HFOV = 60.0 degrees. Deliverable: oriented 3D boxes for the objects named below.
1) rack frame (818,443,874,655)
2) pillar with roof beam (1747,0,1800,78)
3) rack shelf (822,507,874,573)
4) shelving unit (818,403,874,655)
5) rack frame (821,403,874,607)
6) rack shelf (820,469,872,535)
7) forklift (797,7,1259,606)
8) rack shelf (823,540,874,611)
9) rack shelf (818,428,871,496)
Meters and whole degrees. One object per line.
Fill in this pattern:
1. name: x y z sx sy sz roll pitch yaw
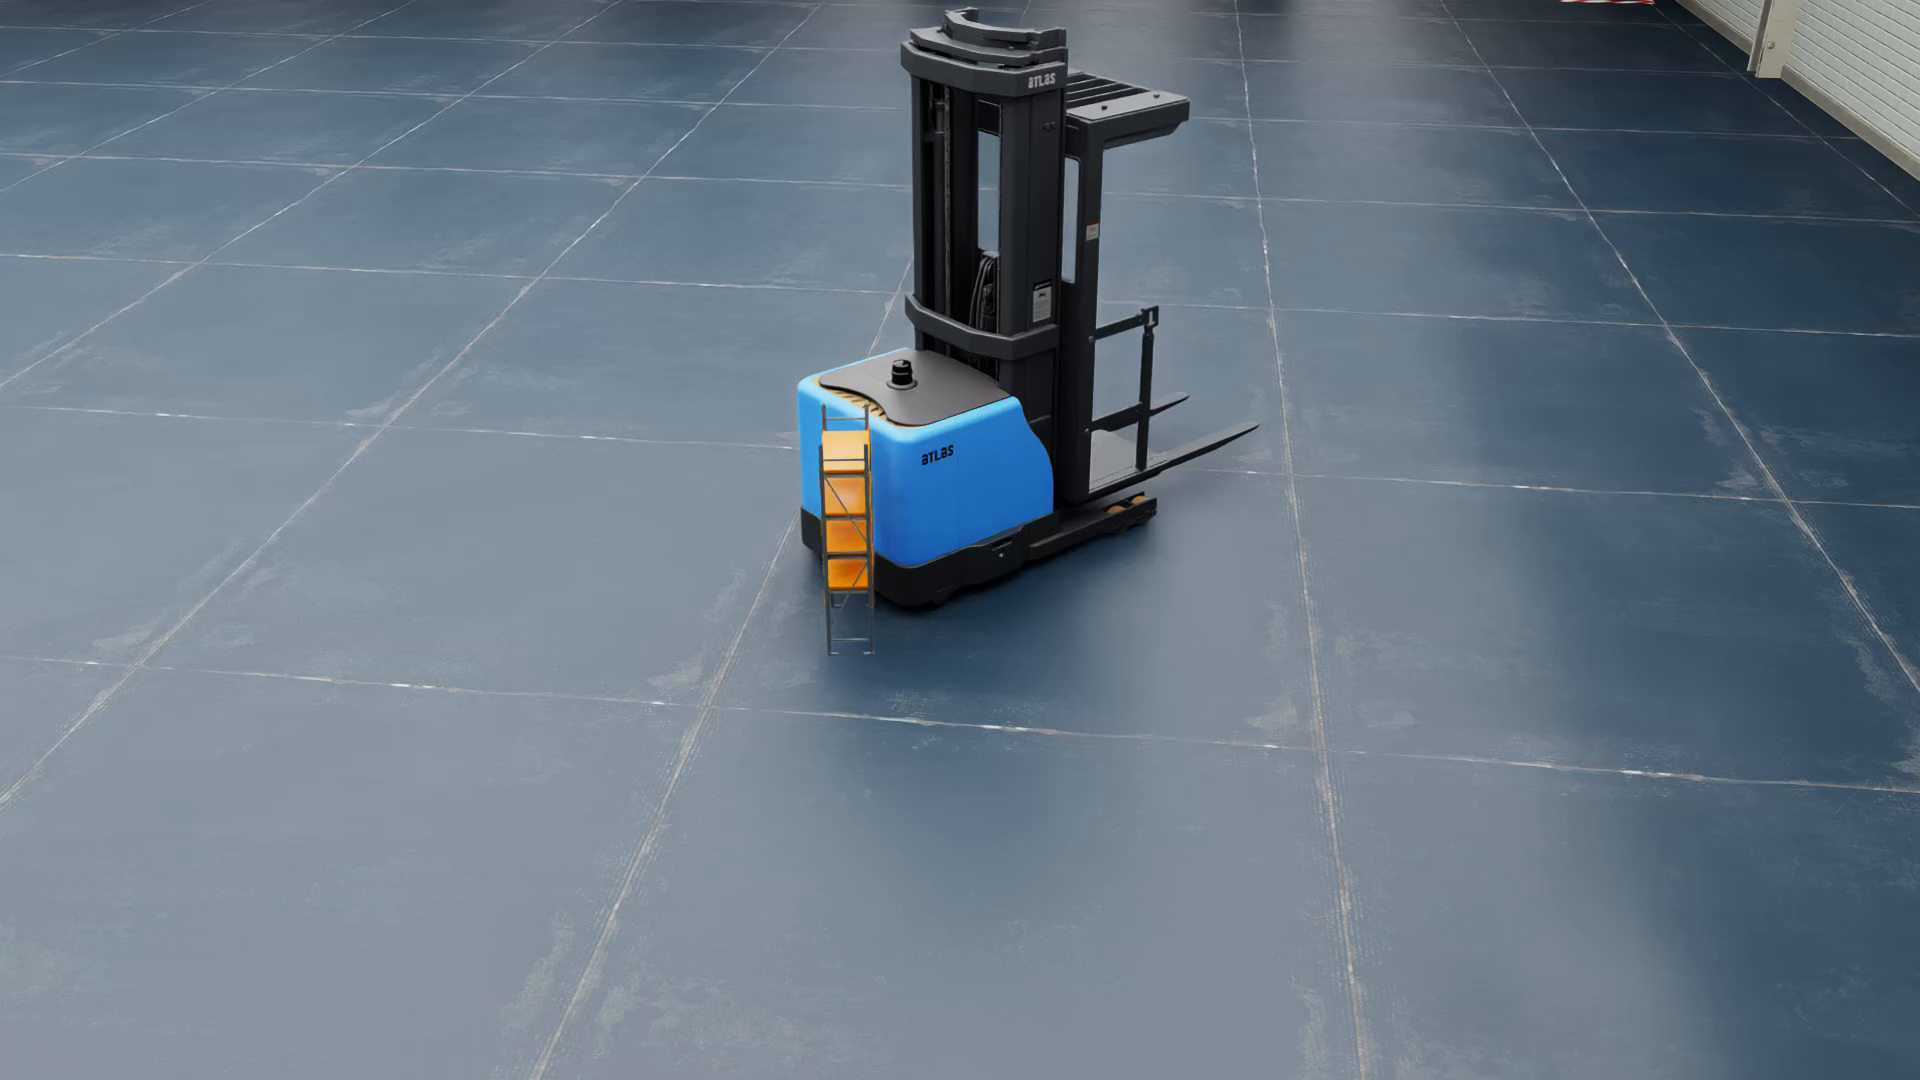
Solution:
1. rack frame: -0.568 0.064 8.366 0.240 1.200 0.015 -1 28 -2
2. pillar with roof beam: 5.564 -9.908 18.653 9.100 9.000 0.400 3 28 6
3. rack shelf: -0.578 0.007 8.613 0.258 0.148 0.480 -1 28 -2
4. shelving unit: -0.578 -0.052 8.581 0.258 1.200 0.503 -1 28 -2
5. rack frame: -0.589 -0.167 8.796 0.240 1.200 0.015 -1 28 -2
6. rack shelf: -0.578 -0.189 8.507 0.258 0.148 0.480 -1 28 -2
7. forklift: 0.546 -1.500 9.443 3.031 2.935 1.130 -22 35 -34
8. rack shelf: -0.578 0.182 8.707 0.258 0.148 0.480 -1 28 -2
9. rack shelf: -0.578 -0.398 8.395 0.258 0.148 0.480 -1 28 -2
